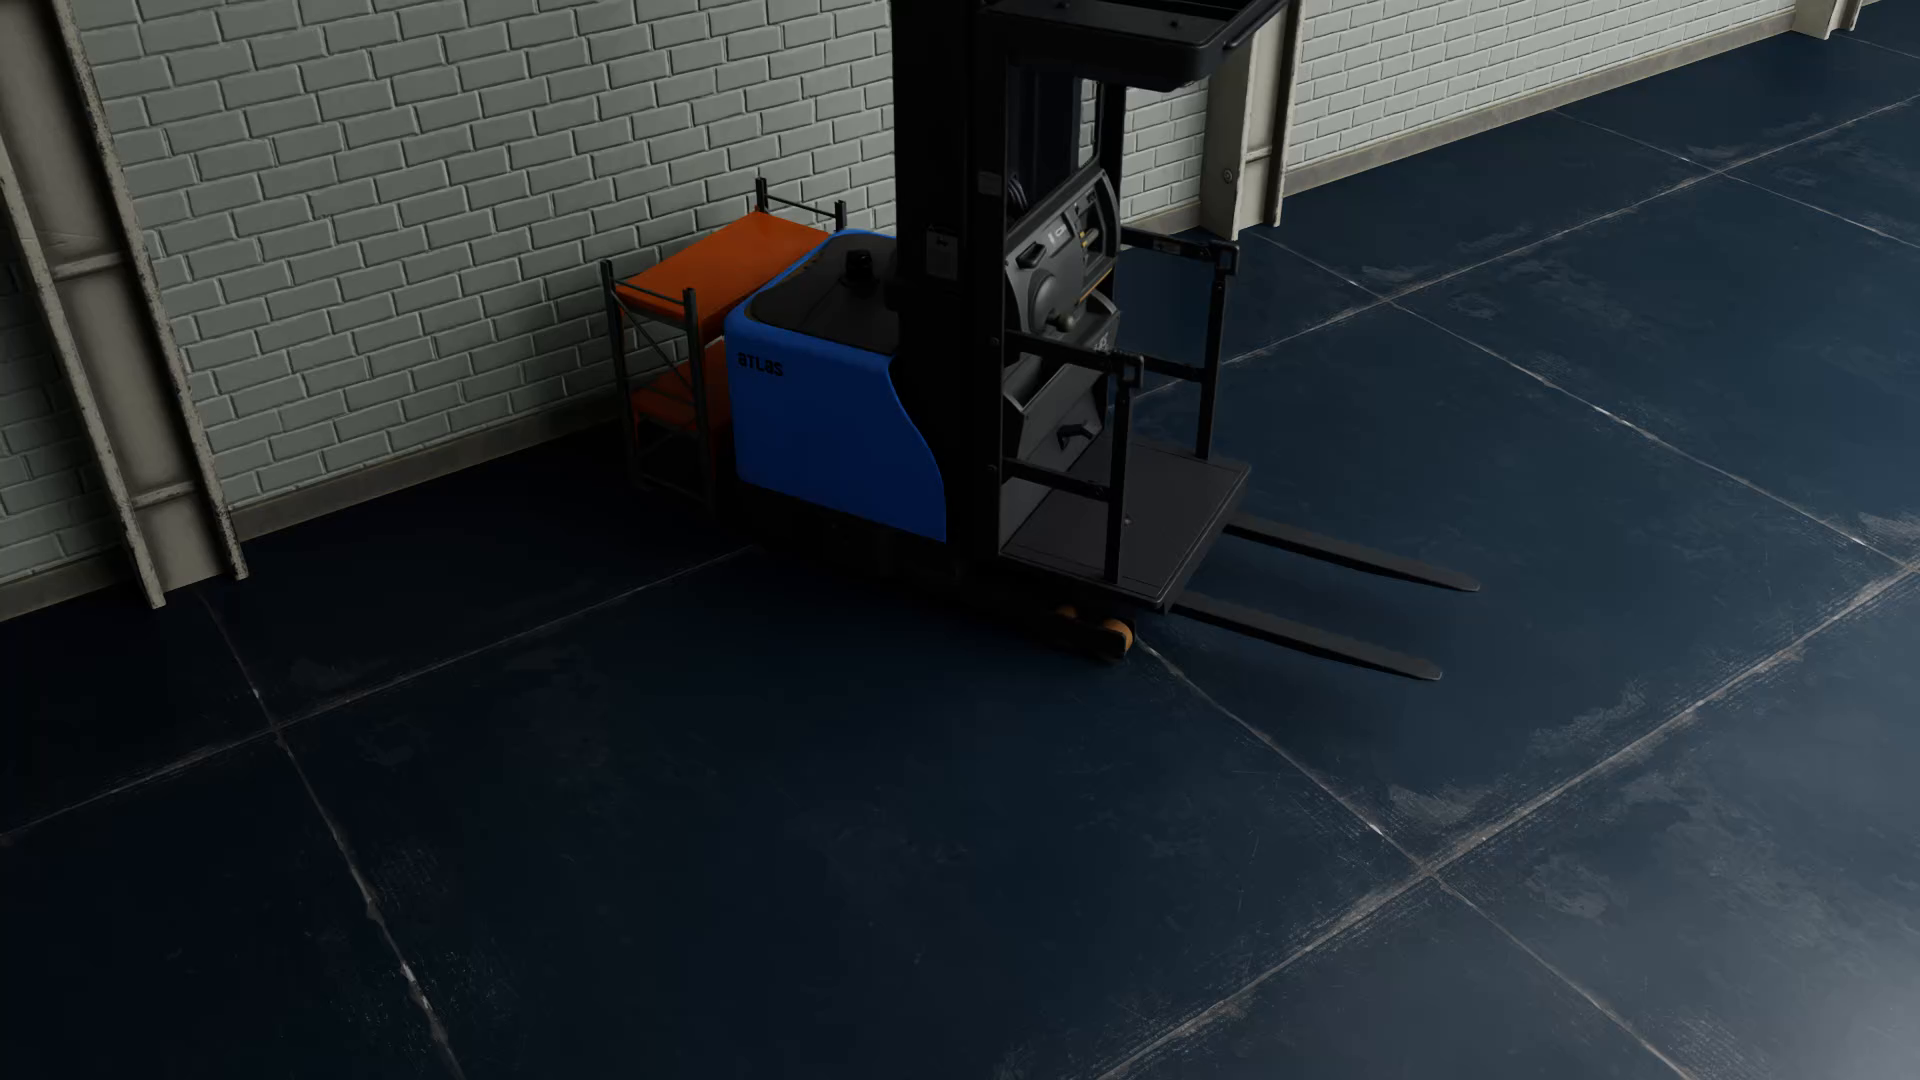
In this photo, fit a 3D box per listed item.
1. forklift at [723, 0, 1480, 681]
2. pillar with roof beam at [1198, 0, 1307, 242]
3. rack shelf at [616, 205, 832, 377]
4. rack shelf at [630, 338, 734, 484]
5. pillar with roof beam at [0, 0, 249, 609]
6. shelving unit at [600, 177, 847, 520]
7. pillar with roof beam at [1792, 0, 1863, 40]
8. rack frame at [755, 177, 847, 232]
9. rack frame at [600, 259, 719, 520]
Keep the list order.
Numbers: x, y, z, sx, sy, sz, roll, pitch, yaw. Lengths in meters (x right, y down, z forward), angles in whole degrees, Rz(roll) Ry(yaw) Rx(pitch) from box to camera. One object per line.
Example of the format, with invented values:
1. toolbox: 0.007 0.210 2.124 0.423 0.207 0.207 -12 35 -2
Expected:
1. forklift: 0.578 -1.068 6.225 3.031 2.935 1.130 17 39 22
2. pillar with roof beam: 4.127 -3.471 4.368 0.400 9.000 9.100 -22 41 -28
3. rack shelf: -1.006 -1.118 7.340 0.538 0.278 1.000 21 41 27
4. rack shelf: -1.006 -0.682 7.653 0.538 0.278 1.000 21 41 27
5. pillar with roof beam: -0.777 -1.452 1.562 0.400 9.000 9.100 -22 41 -28
6. shelving unit: -1.006 -0.880 7.511 0.538 1.125 1.048 21 41 27
7. pillar with roof beam: 9.032 -5.489 7.174 0.400 9.000 9.100 -22 41 -28
8. rack frame: -0.724 -1.127 7.854 0.500 1.125 0.032 21 41 27
9. rack frame: -1.289 -0.634 7.167 0.500 1.125 0.032 21 41 27
